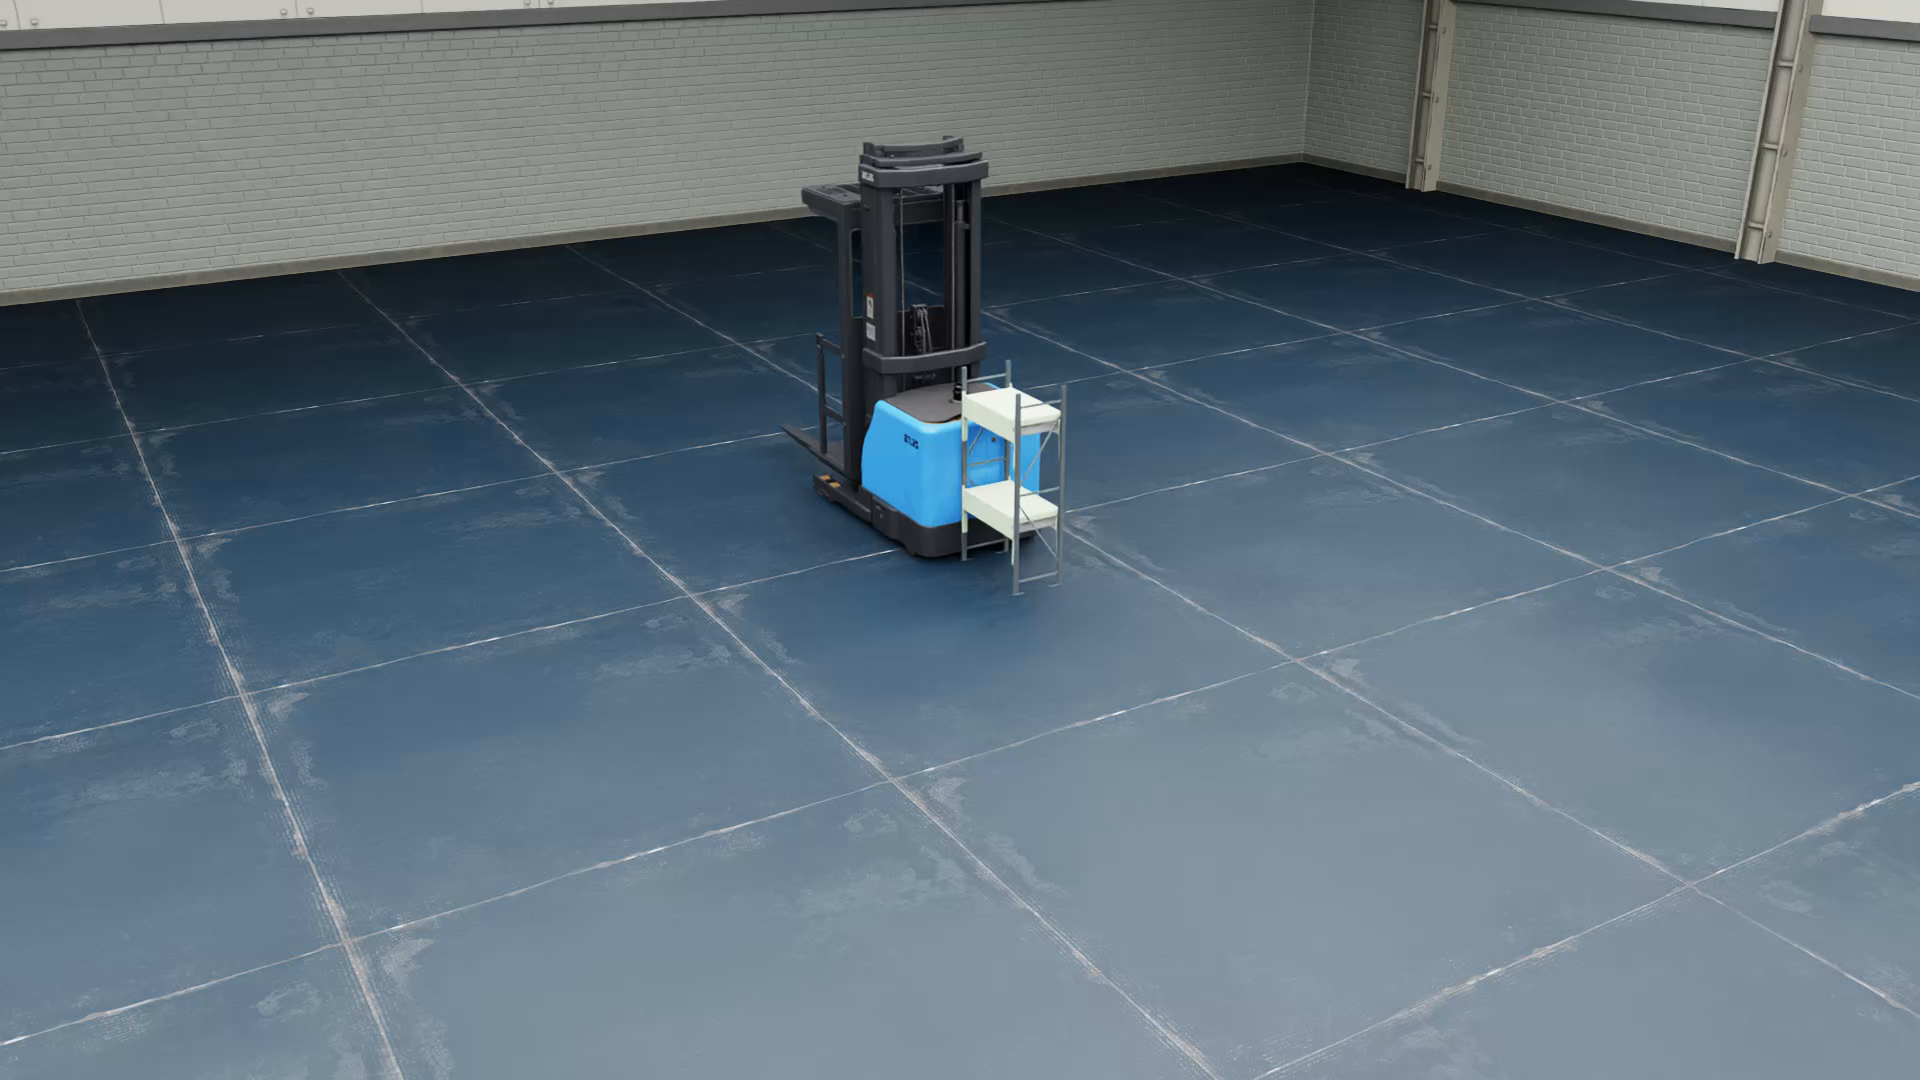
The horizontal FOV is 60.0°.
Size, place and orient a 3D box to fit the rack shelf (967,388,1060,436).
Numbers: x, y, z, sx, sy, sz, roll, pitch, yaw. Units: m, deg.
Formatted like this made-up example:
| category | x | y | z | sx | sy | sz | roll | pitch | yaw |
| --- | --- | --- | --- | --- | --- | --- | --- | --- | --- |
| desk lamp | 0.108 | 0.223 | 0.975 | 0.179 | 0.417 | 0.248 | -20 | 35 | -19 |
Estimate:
| category | x | y | z | sx | sy | sz | roll | pitch | yaw |
| --- | --- | --- | --- | --- | --- | --- | --- | --- | --- |
| rack shelf | 0.372 | -0.903 | 11.745 | 0.368 | 0.124 | 0.686 | -12 | 25 | -27 |

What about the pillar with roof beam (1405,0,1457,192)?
| category | x | y | z | sx | sy | sz | roll | pitch | yaw |
| --- | --- | --- | --- | --- | --- | --- | --- | --- | --- |
| pillar with roof beam | 3.692 | -8.971 | 22.932 | 9.100 | 9.000 | 0.400 | -13 | 25 | -28 |

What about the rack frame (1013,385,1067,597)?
| category | x | y | z | sx | sy | sz | roll | pitch | yaw |
| --- | --- | --- | --- | --- | --- | --- | --- | --- | --- |
| rack frame | 0.554 | -0.331 | 11.634 | 0.400 | 1.500 | 0.023 | -12 | 25 | -27 |

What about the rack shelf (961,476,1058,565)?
| category | x | y | z | sx | sy | sz | roll | pitch | yaw |
| --- | --- | --- | --- | --- | --- | --- | --- | --- | --- |
| rack shelf | 0.372 | -0.149 | 12.051 | 0.431 | 0.370 | 0.720 | -12 | 25 | -27 |

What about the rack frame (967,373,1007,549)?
| category | x | y | z | sx | sy | sz | roll | pitch | yaw |
| --- | --- | --- | --- | --- | --- | --- | --- | --- | --- |
| rack frame | 0.189 | -0.570 | 12.222 | 0.380 | 1.308 | 0.010 | -12 | 25 | -27 |

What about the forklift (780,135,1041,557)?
| category | x | y | z | sx | sy | sz | roll | pitch | yaw |
| --- | --- | --- | --- | --- | --- | --- | --- | --- | --- |
| forklift | -0.551 | -1.740 | 13.201 | 1.130 | 2.935 | 3.031 | -12 | 25 | -27 |

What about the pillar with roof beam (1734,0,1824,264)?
| category | x | y | z | sx | sy | sz | roll | pitch | yaw |
| --- | --- | --- | --- | --- | --- | --- | --- | --- | --- |
| pillar with roof beam | 6.757 | -7.029 | 18.153 | 9.100 | 9.000 | 0.400 | -13 | 25 | -28 |

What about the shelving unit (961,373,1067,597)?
| category | x | y | z | sx | sy | sz | roll | pitch | yaw |
| --- | --- | --- | --- | --- | --- | --- | --- | --- | --- |
| shelving unit | 0.374 | -0.450 | 11.926 | 0.431 | 1.500 | 0.748 | -12 | 25 | -27 |
